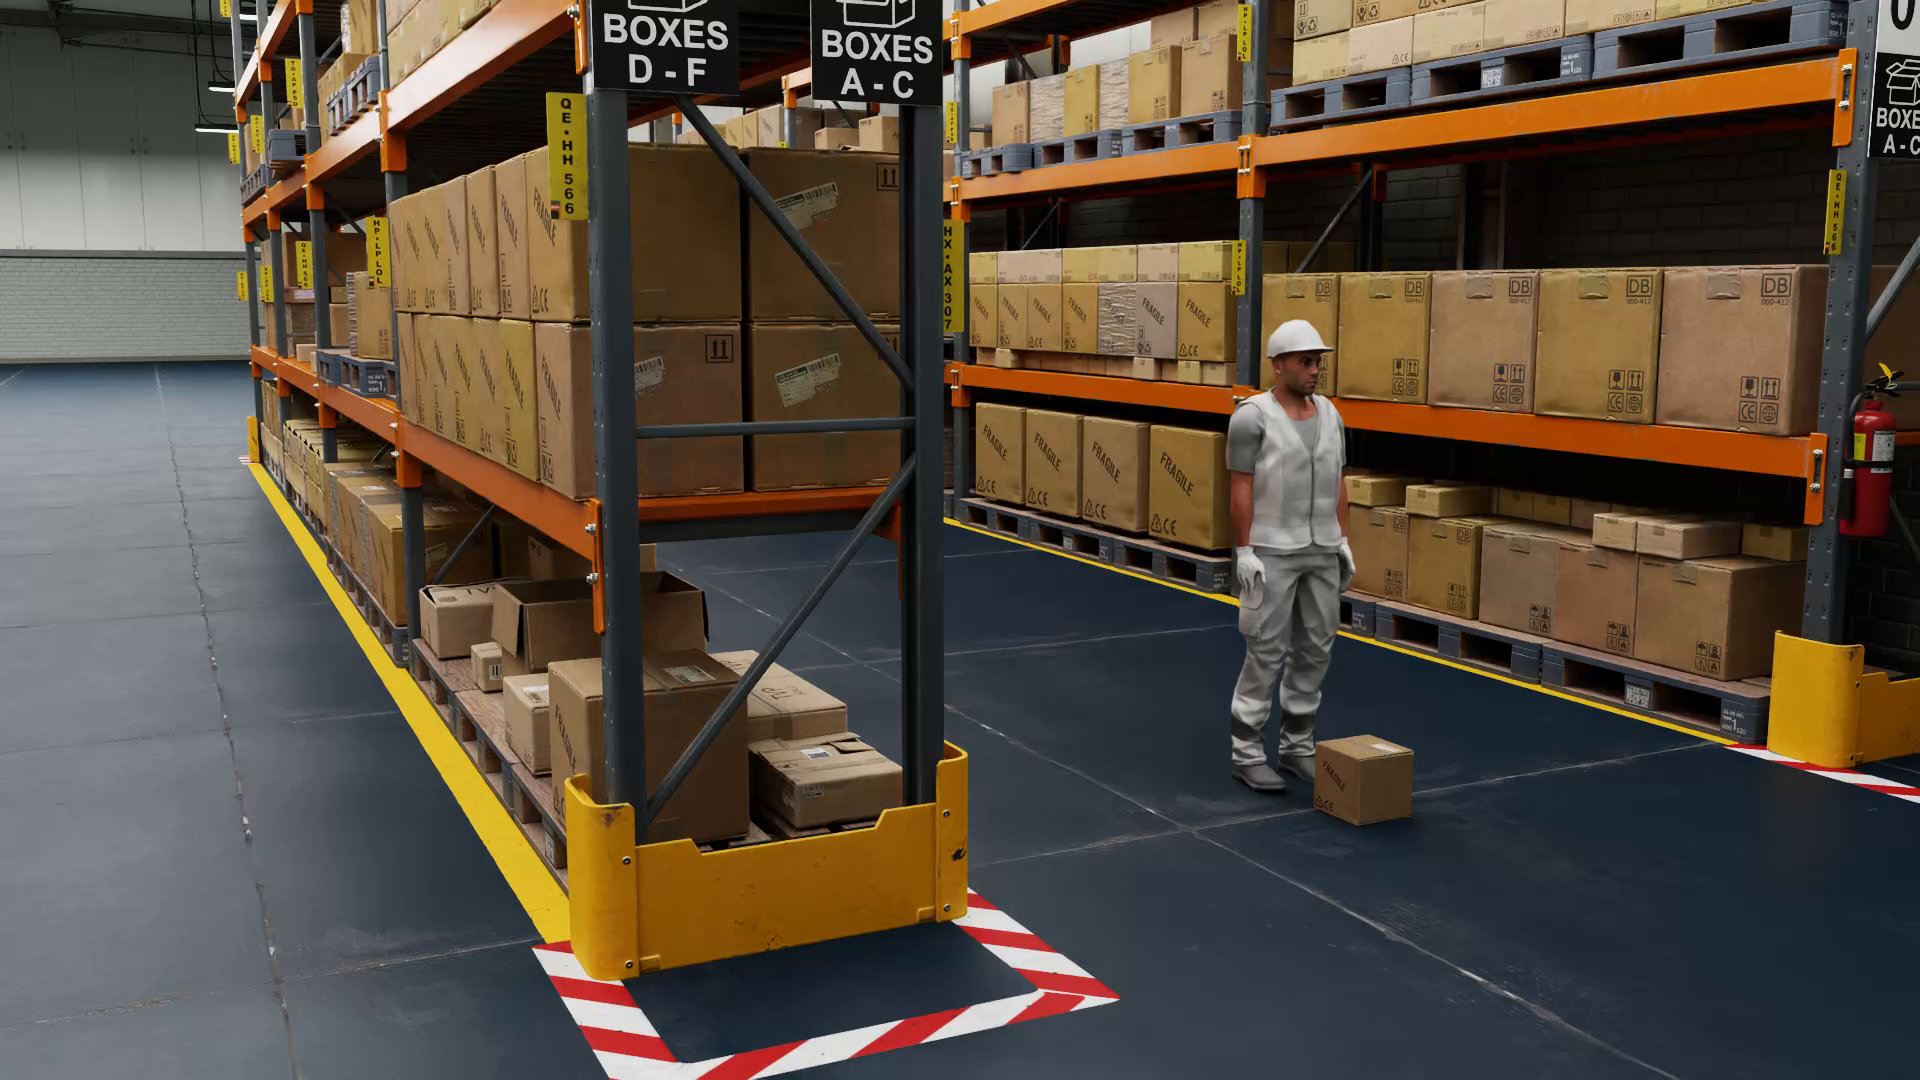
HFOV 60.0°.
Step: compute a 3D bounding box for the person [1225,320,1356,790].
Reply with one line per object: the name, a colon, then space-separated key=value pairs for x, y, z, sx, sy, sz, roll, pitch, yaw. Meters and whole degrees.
person: x=1.275 y=0.059 z=6.391 sx=0.525 sy=1.794 sz=0.345 roll=-4 pitch=9 yaw=-25
